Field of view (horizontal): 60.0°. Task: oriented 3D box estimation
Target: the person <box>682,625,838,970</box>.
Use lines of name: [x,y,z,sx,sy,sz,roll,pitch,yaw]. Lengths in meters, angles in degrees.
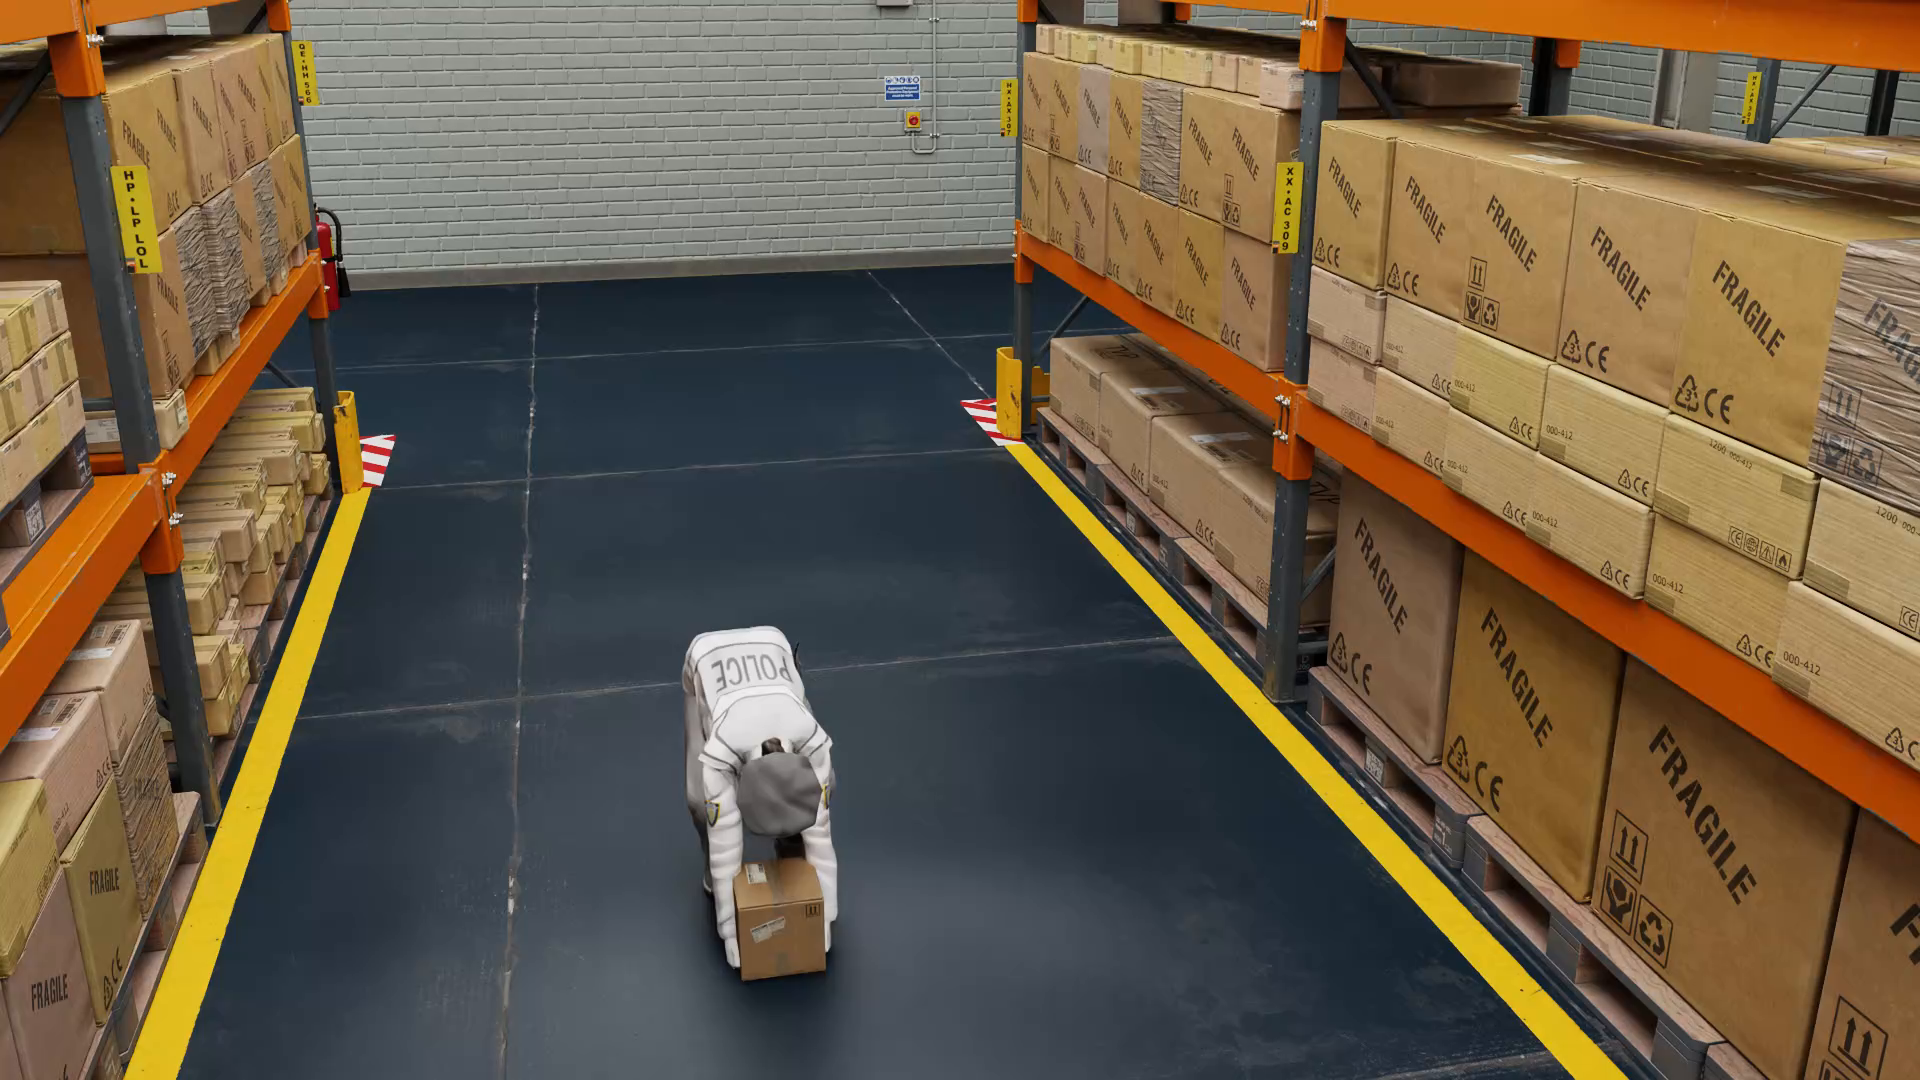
person: [-0.618,0.766,5.184,0.468,0.842,0.888,-5,20,-15]
